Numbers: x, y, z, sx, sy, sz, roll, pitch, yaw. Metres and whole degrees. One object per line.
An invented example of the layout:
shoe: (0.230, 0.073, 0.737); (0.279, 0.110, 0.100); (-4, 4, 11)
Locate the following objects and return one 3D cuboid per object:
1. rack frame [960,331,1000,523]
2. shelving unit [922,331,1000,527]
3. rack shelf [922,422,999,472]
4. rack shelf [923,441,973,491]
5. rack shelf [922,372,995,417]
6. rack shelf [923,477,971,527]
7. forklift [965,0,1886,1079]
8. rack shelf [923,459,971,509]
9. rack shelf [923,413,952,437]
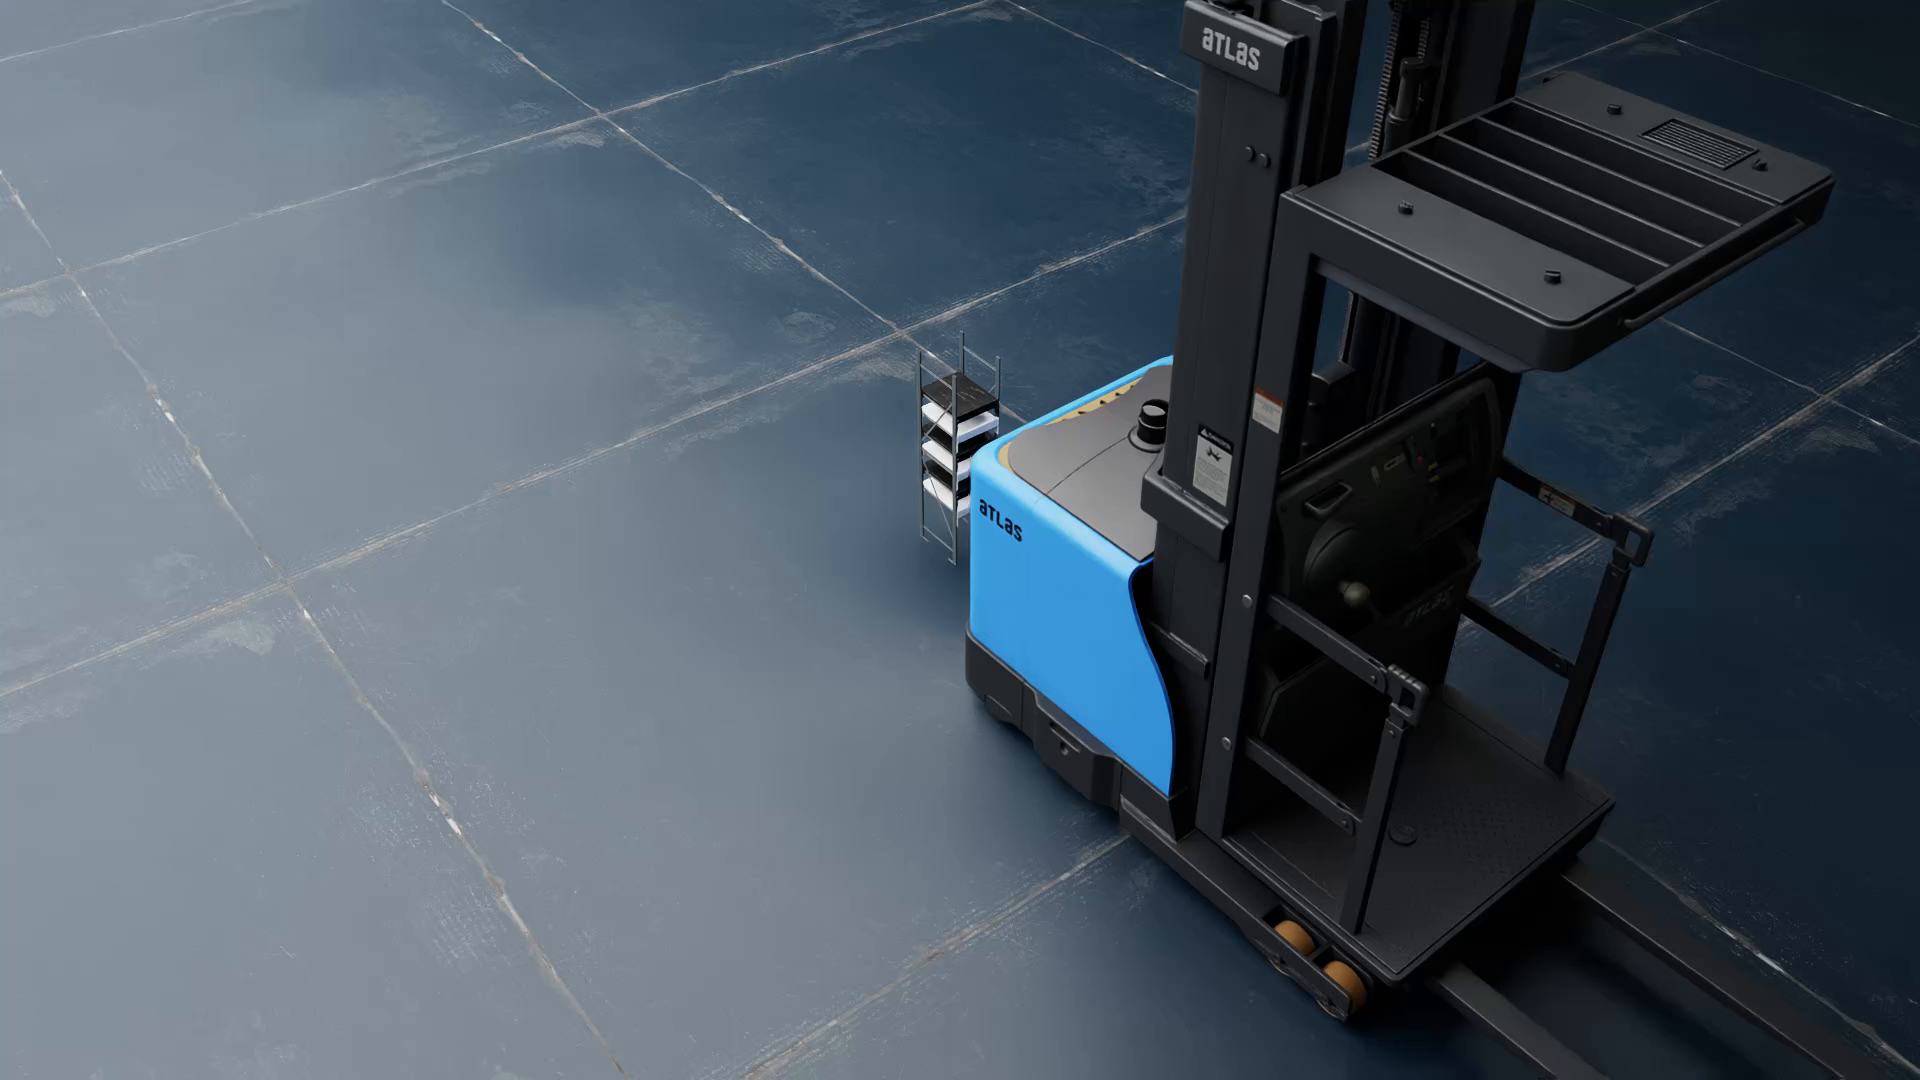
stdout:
rack frame: (0.074, -0.384, 6.509); (0.006, 0.900, 0.240); (-26, 46, -28)
shelving unit: (-0.005, -0.346, 6.462); (0.205, 0.900, 0.258); (-26, 46, -28)
rack shelf: (-0.006, -0.389, 6.425); (0.200, 0.077, 0.258); (-26, 46, -28)
rack shelf: (-0.006, -0.319, 6.482); (0.200, 0.077, 0.258); (-26, 46, -28)
rack shelf: (-0.006, -0.544, 6.298); (0.190, 0.026, 0.221); (-26, 46, -28)
rack shelf: (-0.006, -0.180, 6.596); (0.200, 0.077, 0.258); (-26, 46, -28)
forklift: (1.343, -0.039, 4.537); (1.129, 2.867, 3.031); (-28, 47, -29)
rack shelf: (-0.006, -0.249, 6.539); (0.200, 0.077, 0.258); (-26, 46, -28)
rack shelf: (-0.006, -0.470, 6.358); (0.184, 0.015, 0.199); (-26, 46, -28)
